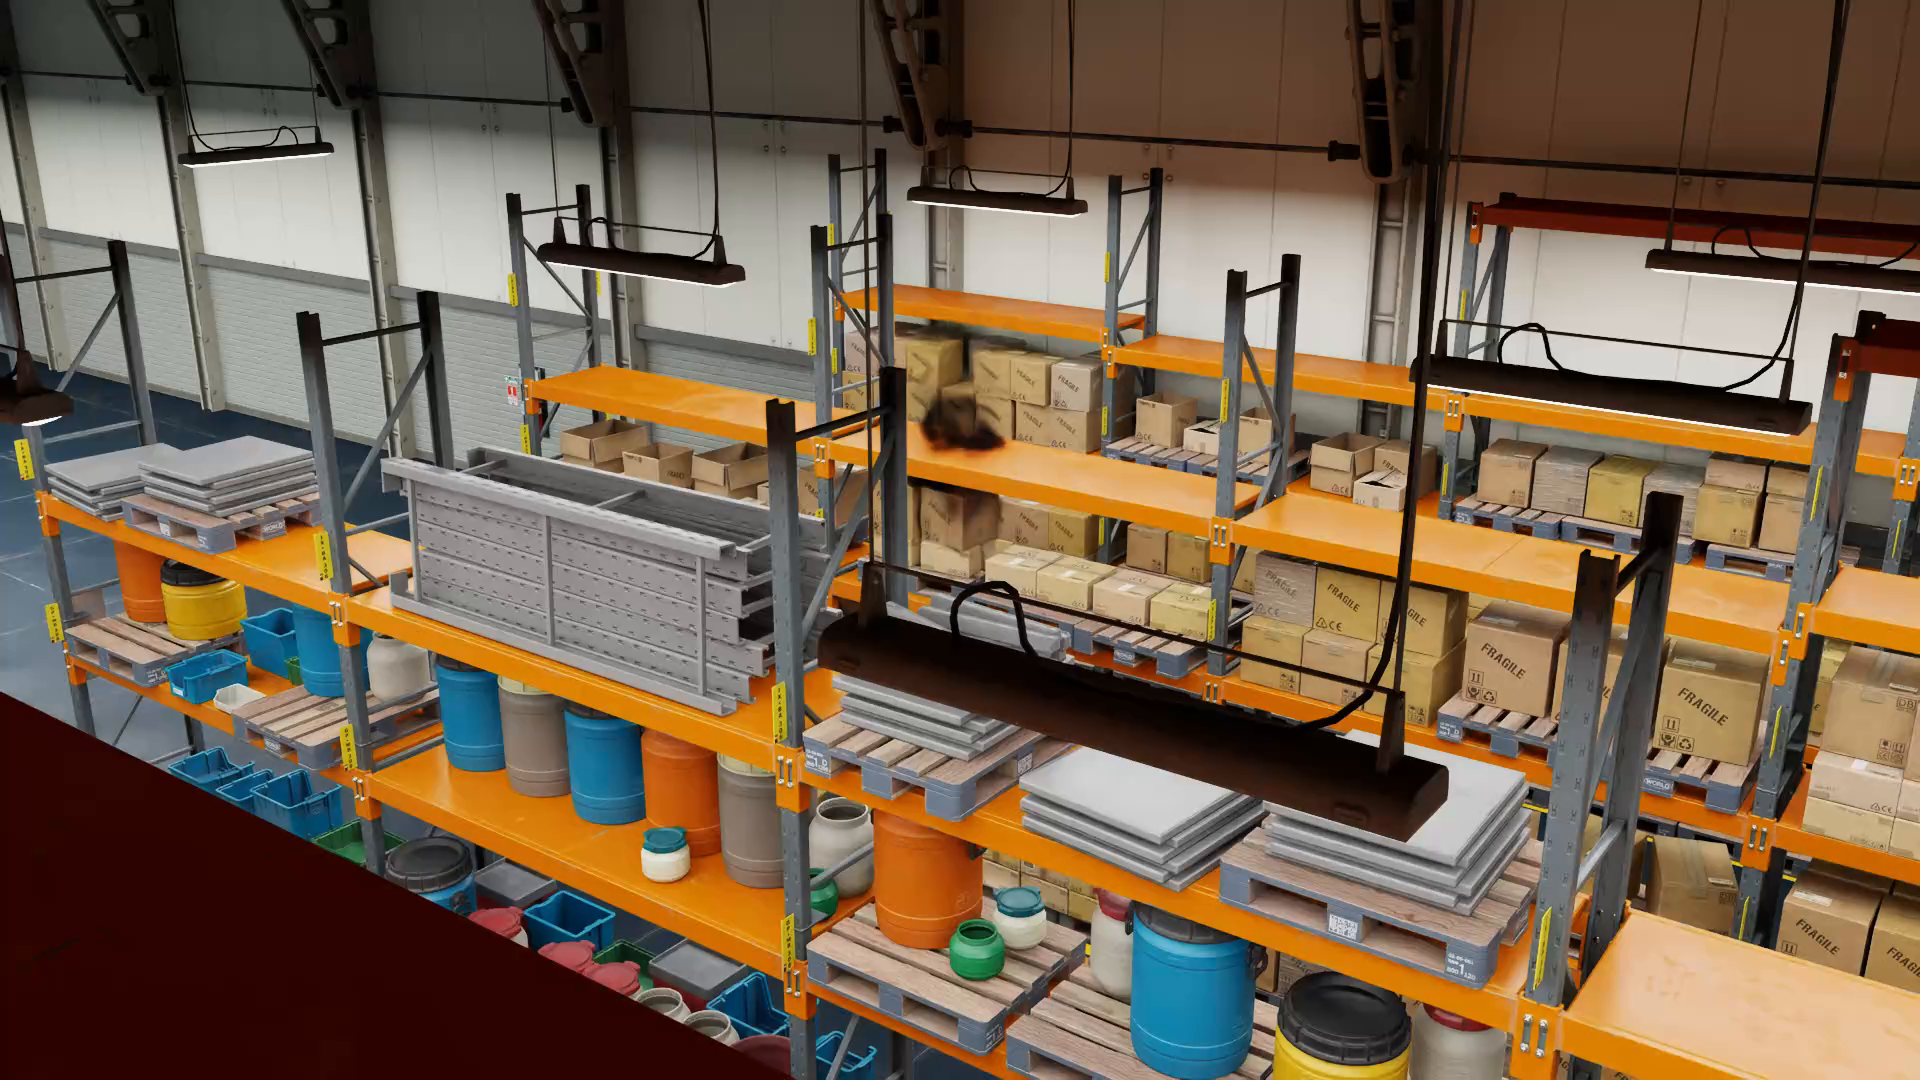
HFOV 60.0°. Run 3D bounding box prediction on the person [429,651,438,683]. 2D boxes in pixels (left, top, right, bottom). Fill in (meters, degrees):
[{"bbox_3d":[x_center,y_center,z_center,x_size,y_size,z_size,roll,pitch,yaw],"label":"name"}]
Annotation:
[{"bbox_3d":[-5.907,1.145,19.232,0.806,1.599,0.577,-6,19,-17],"label":"person"}]
